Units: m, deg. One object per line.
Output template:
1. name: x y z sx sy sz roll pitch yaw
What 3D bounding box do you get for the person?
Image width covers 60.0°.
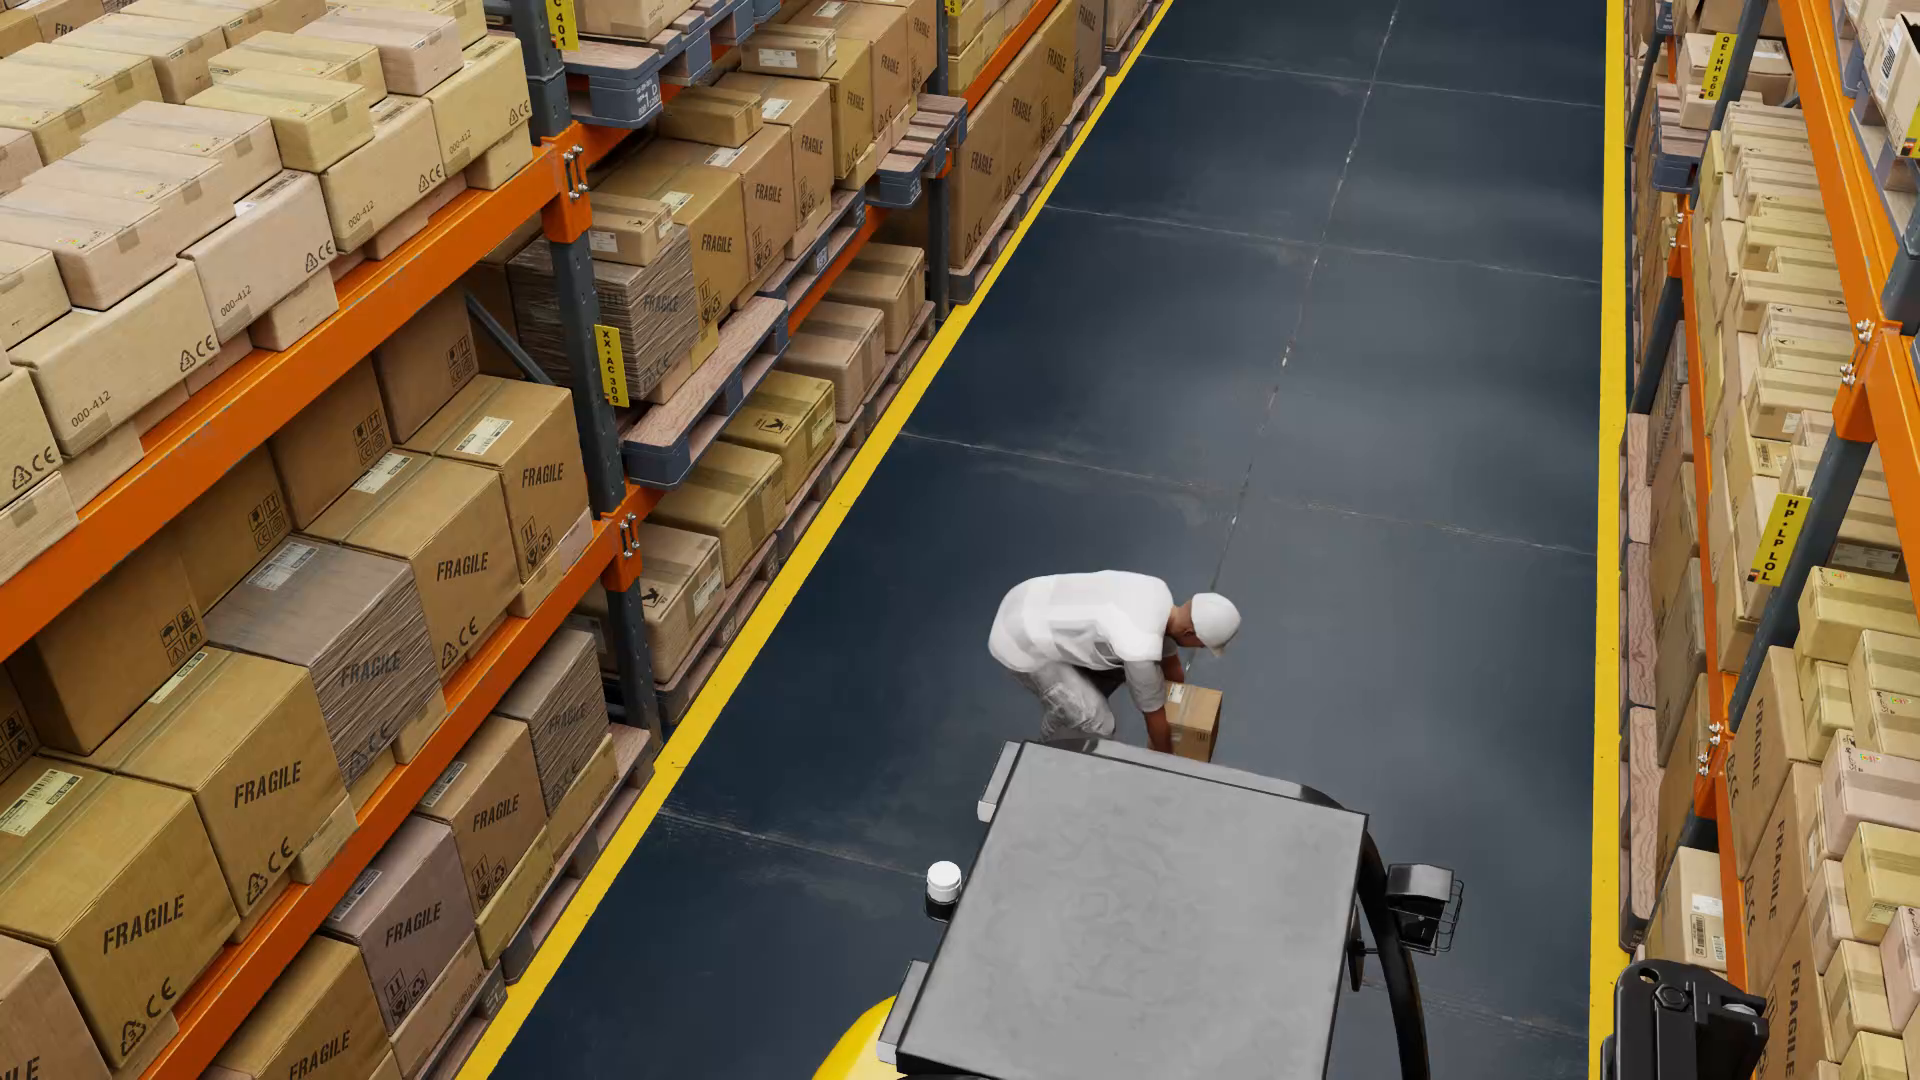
1. person: 0.609 0.571 6.760 0.976 1.005 0.545 9 38 12
